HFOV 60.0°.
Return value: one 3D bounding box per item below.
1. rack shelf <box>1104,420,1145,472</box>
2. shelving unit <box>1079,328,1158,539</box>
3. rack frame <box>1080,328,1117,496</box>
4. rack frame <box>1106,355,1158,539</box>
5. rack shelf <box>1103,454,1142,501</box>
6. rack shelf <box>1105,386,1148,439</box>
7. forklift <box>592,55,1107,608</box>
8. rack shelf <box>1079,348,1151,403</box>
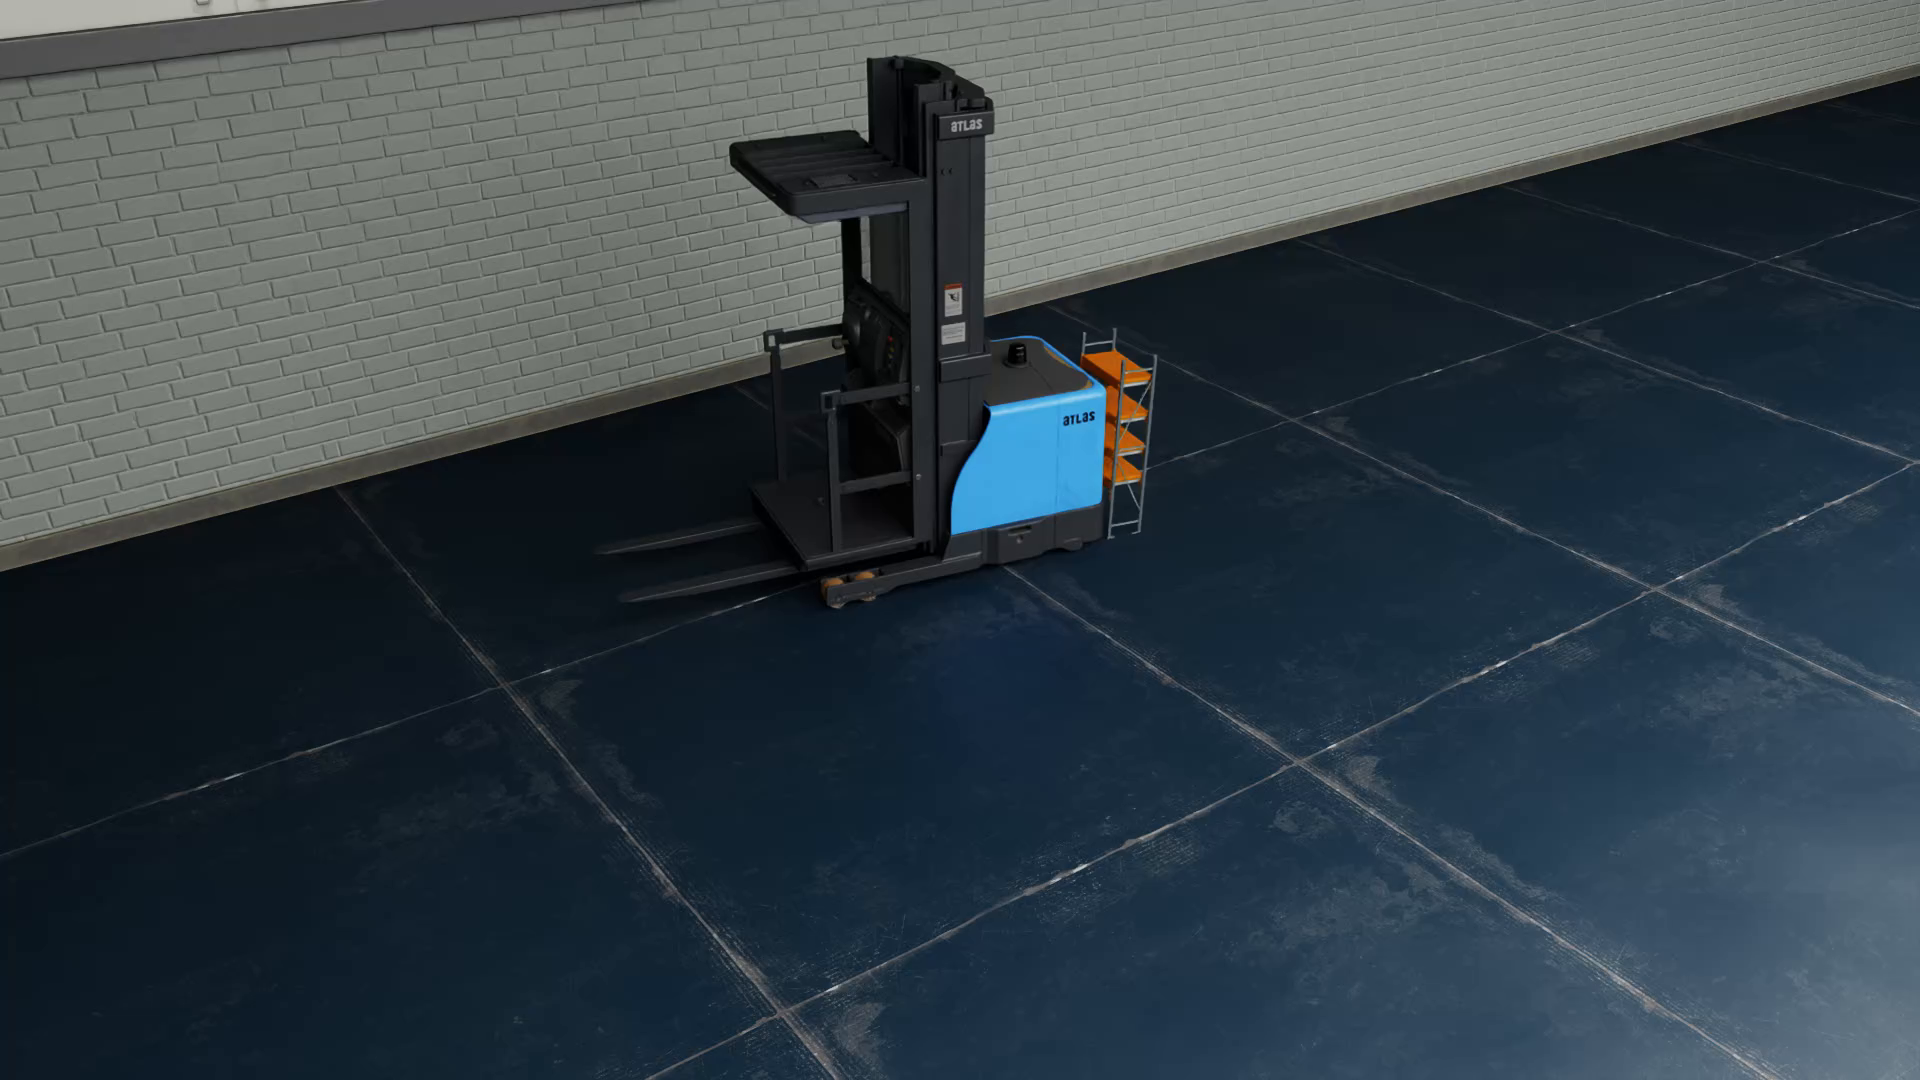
[{"bbox_3d":[0.949,-0.609,10.470,0.258,0.148,0.480,-11,30,-23],"label":"rack shelf"},{"bbox_3d":[0.952,-0.669,10.439,0.258,1.200,0.503,-11,30,-23],"label":"shelving unit"},{"bbox_3d":[0.847,-0.774,10.633,0.240,1.200,0.015,-11,30,-23],"label":"rack frame"},{"bbox_3d":[1.056,-0.563,10.246,0.240,1.200,0.015,-11,30,-23],"label":"rack frame"},{"bbox_3d":[0.942,-0.433,10.562,0.258,0.148,0.480,-11,30,-23],"label":"rack shelf"},{"bbox_3d":[0.957,-0.807,10.367,0.258,0.148,0.480,-11,30,-23],"label":"rack shelf"},{"bbox_3d":[-0.672,-1.180,9.578,3.031,2.935,1.130,-12,31,-21],"label":"forklift"},{"bbox_3d":[0.966,-1.017,10.258,0.258,0.148,0.480,-11,30,-23],"label":"rack shelf"}]
